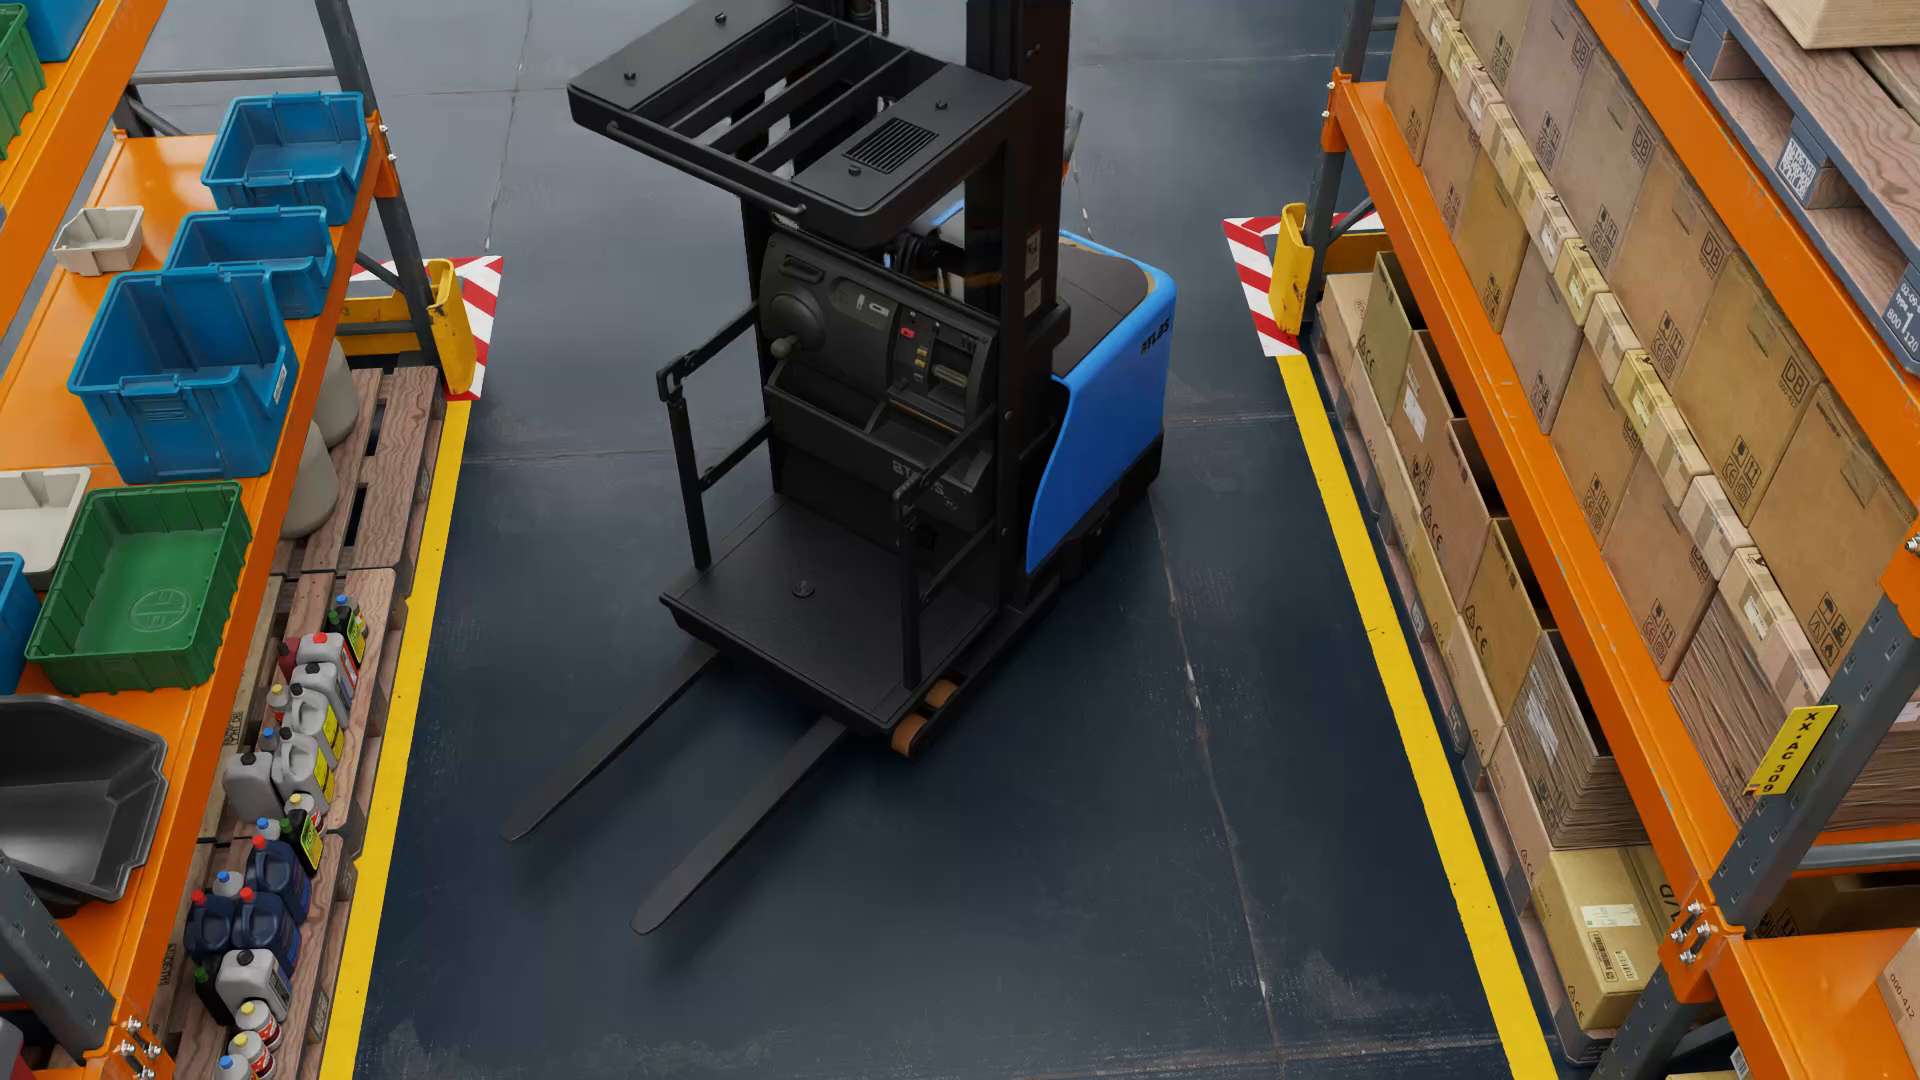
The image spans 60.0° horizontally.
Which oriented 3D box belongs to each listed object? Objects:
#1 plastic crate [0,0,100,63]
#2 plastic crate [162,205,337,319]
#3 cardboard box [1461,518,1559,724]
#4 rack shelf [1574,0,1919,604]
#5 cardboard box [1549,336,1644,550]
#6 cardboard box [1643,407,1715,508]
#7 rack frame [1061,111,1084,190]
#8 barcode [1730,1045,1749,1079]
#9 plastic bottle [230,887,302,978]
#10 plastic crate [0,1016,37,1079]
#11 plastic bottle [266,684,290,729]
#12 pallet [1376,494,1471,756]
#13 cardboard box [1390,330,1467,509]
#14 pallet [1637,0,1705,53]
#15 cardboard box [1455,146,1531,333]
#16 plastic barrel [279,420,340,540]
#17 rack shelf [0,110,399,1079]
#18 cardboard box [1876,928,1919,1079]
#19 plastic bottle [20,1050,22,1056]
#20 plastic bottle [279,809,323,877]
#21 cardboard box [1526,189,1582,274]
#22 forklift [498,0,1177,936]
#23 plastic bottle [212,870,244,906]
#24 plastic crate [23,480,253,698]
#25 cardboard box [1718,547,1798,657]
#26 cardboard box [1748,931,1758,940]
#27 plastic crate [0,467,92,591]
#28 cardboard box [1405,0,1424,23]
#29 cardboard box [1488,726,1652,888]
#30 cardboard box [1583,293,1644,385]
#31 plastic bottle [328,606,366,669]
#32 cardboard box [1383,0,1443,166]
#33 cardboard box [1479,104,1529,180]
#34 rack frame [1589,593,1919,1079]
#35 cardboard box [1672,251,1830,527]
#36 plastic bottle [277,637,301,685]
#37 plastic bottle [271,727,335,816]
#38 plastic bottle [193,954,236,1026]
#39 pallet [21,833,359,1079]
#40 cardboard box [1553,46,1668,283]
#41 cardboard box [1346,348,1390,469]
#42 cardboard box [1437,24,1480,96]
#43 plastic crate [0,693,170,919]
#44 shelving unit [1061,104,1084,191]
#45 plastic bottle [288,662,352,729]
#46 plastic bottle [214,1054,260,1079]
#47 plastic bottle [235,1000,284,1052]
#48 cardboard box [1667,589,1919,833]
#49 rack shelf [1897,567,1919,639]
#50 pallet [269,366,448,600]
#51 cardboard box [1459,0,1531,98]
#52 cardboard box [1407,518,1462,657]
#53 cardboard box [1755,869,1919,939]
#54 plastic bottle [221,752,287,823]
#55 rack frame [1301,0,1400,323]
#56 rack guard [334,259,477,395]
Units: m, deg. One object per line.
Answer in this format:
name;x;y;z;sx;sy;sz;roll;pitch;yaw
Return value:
plastic crate;-2.403;-1.496;4.183;0.392;0.384;0.575;-3;47;-3
plastic crate;-2.474;-0.966;5.838;0.499;0.251;0.408;-3;47;-3
cardboard box;2.076;0.261;5.661;0.500;0.500;0.500;-3;47;-3
rack shelf;2.241;-1.467;4.639;1.077;0.370;4.000;-3;47;-3
cardboard box;2.276;-0.335;5.069;0.700;0.500;0.500;-3;47;-3
cardboard box;2.106;-0.235;4.528;0.380;0.149;0.250;-4;47;-3
rack frame;0.279;-1.379;7.559;0.240;1.200;0.006;19;9;17
barcode;2.015;1.352;4.297;0.001;0.075;0.075;-3;47;-3
plastic bottle;-2.182;1.213;5.193;0.144;0.351;0.185;-2;47;-2
plastic crate;-2.183;1.372;3.477;0.402;0.464;0.583;-3;47;-3
plastic bottle;-2.390;0.587;5.889;0.097;0.201;0.097;0;47;0
pallet;2.278;0.260;6.495;1.003;0.211;1.213;-3;47;-3
cardboard box;1.995;-0.463;6.347;0.500;0.500;0.500;-3;47;-3
pallet;2.212;-1.733;4.457;1.003;0.211;1.213;-3;47;-3
cardboard box;2.184;-1.086;5.781;0.700;0.500;0.500;-3;47;-3
plastic barrel;-2.690;-0.286;6.516;0.421;0.512;0.421;0;47;0
rack shelf;-2.695;-0.137;5.446;1.077;0.370;4.000;-3;47;-3
cardboard box;2.493;1.169;3.816;0.500;0.250;0.500;-1;47;-1
plastic bottle;-2.897;1.517;4.951;0.061;0.283;0.133;-1;47;-1
plastic bottle;-2.170;0.977;5.463;0.061;0.283;0.133;-2;47;-2
cardboard box;2.020;-0.978;5.231;0.380;0.149;0.250;-3;47;-3
forklift;-0.416;-0.612;5.447;1.130;2.935;3.031;27;52;24
plastic bottle;-2.315;1.143;5.315;0.097;0.271;0.097;0;47;0
plastic crate;-2.360;0.136;4.838;0.450;0.188;0.662;-3;47;-3
cardboard box;2.153;0.144;4.169;0.380;0.149;0.250;-4;47;-4
cardboard box;2.672;1.211;5.278;0.500;0.250;0.500;-3;47;-3
plastic crate;-2.916;-0.006;5.008;0.530;0.136;0.437;-3;47;-3
cardboard box;1.892;-2.090;6.285;0.380;0.149;0.250;-4;47;-4
cardboard box;2.120;0.881;5.591;0.500;0.250;0.500;-3;47;-3
cardboard box;2.067;-0.596;4.869;0.380;0.149;0.250;-2;47;-2
plastic bottle;-2.244;0.337;6.069;0.061;0.283;0.133;-2;47;-2
cardboard box;2.100;-1.826;6.481;0.700;0.500;0.500;-3;47;-3
cardboard box;1.980;-1.344;5.577;0.380;0.149;0.250;-5;47;-5
rack frame;2.412;0.764;4.097;0.949;2.616;0.053;-3;47;-3
cardboard box;2.321;-0.403;4.239;0.700;0.500;0.500;-4;47;-3
plastic bottle;-2.384;0.444;5.968;0.061;0.283;0.133;-3;47;-3
plastic bottle;-2.233;0.769;5.614;0.144;0.351;0.185;-4;47;-4
plastic bottle;-2.278;1.363;5.098;0.061;0.283;0.133;-3;47;-3
pallet;-2.543;1.533;5.289;1.003;0.211;1.213;-3;47;-3
cardboard box;2.239;-1.126;4.925;0.700;0.500;0.500;-3;47;-3
cardboard box;1.942;-0.566;6.961;0.500;0.250;0.500;-3;47;-3
cardboard box;1.936;-1.719;5.933;0.380;0.149;0.250;-3;47;-3
plastic crate;-2.445;0.697;4.203;0.767;0.338;0.504;-3;47;-3
shelving unit;0.249;-1.374;7.472;0.258;1.200;0.189;19;9;17
plastic bottle;-2.267;0.540;5.882;0.152;0.276;0.135;-5;47;-4
plastic bottle;-2.118;1.592;4.889;0.097;0.271;0.097;0;47;0
plastic bottle;-2.135;1.469;5.054;0.097;0.201;0.097;0;47;0
cardboard box;2.365;0.409;4.364;0.700;0.500;0.500;-5;47;-4
rack shelf;2.576;1.427;1.899;1.077;0.370;4.000;-3;47;-3
pallet;-2.747;-0.232;6.961;1.003;0.211;1.213;-3;47;-3
cardboard box;2.154;-1.853;5.613;0.700;0.500;0.500;-5;47;-4
cardboard box;2.021;0.158;6.275;0.500;0.250;0.500;-3;47;-3
cardboard box;2.681;0.953;5.006;0.500;0.500;0.500;-3;47;-3
plastic bottle;-2.379;0.822;5.615;0.152;0.276;0.135;-3;47;-3
rack frame;2.073;-2.130;6.838;1.000;3.000;0.127;-3;47;-3
rack guard;-2.810;-0.920;7.413;1.175;0.500;0.348;-3;47;-3
